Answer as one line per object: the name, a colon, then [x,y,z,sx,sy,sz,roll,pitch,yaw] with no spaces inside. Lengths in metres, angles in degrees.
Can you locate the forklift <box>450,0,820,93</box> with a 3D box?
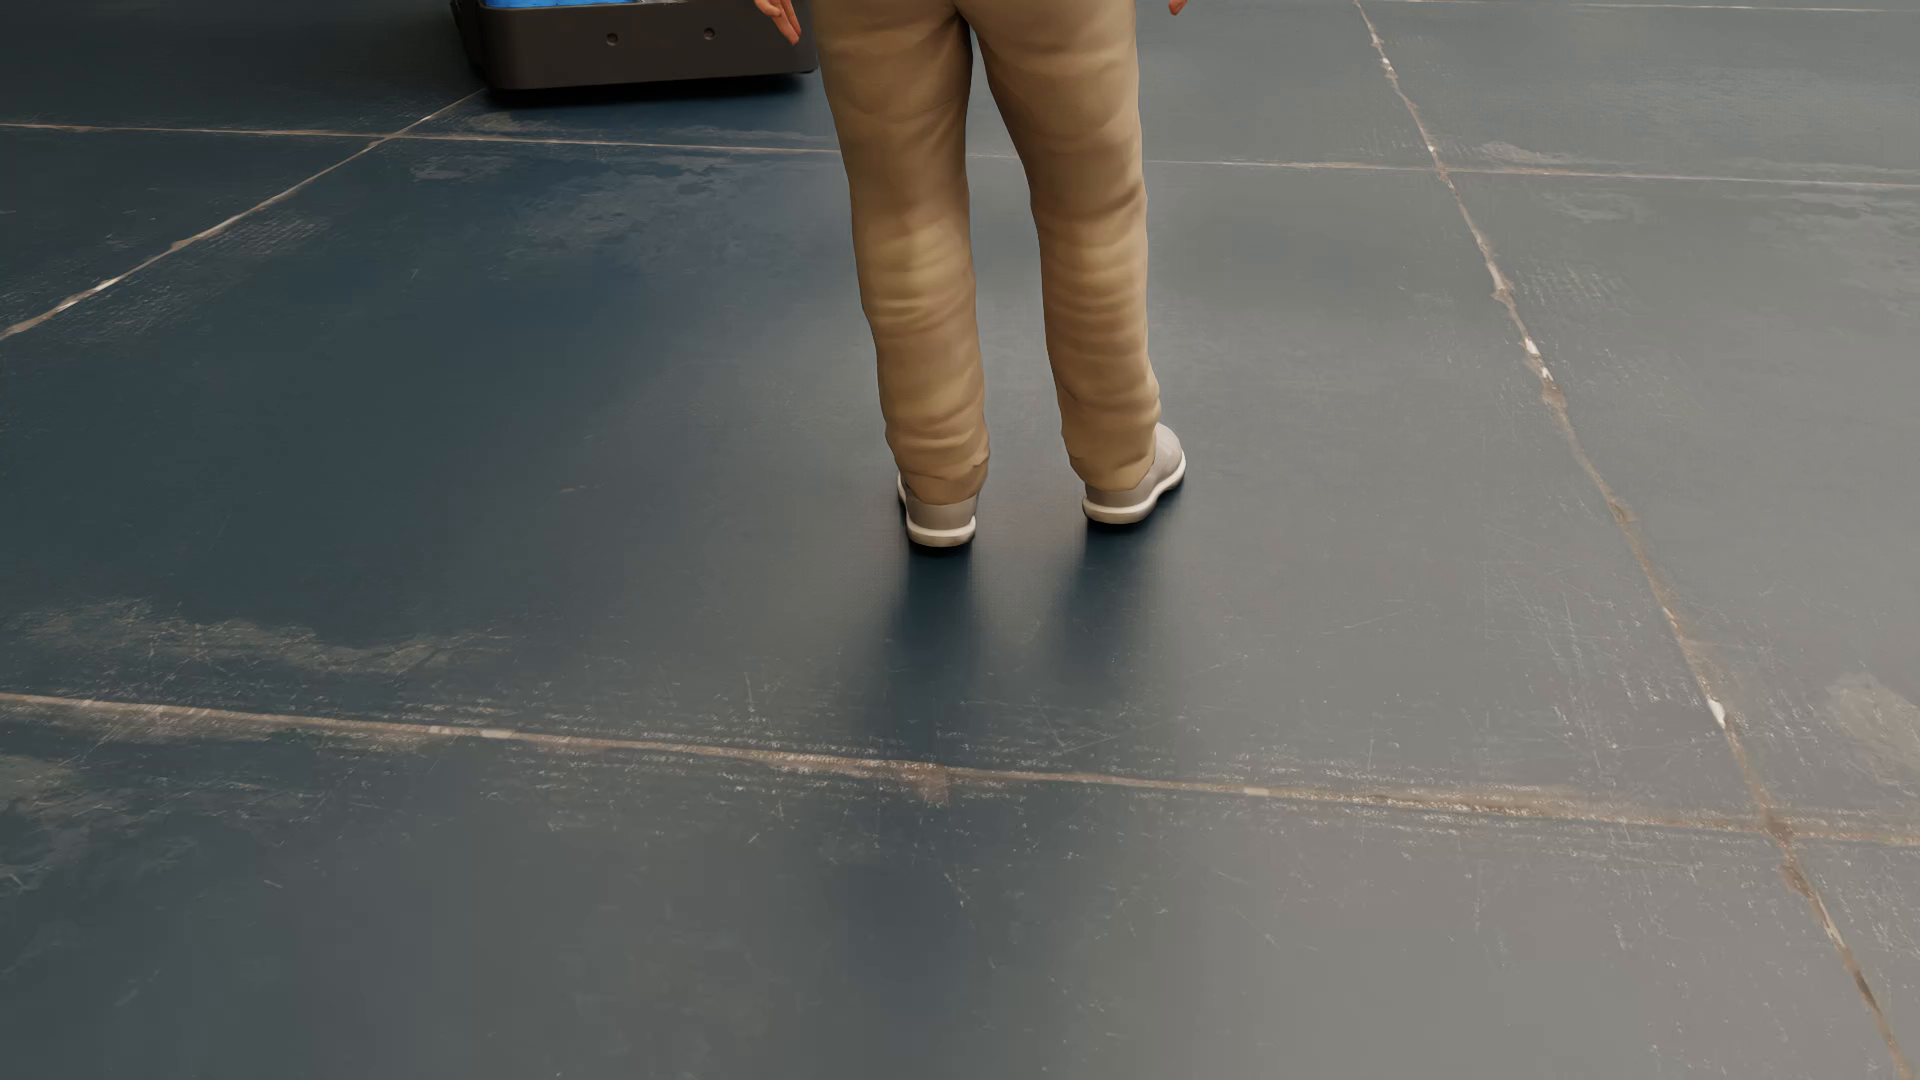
forklift: [-1.402,-3.333,5.897,1.130,2.935,3.031,-8,28,-16]

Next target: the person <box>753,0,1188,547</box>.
person: [0.024,-0.819,2.189,0.640,1.727,0.551,3,27,7]
